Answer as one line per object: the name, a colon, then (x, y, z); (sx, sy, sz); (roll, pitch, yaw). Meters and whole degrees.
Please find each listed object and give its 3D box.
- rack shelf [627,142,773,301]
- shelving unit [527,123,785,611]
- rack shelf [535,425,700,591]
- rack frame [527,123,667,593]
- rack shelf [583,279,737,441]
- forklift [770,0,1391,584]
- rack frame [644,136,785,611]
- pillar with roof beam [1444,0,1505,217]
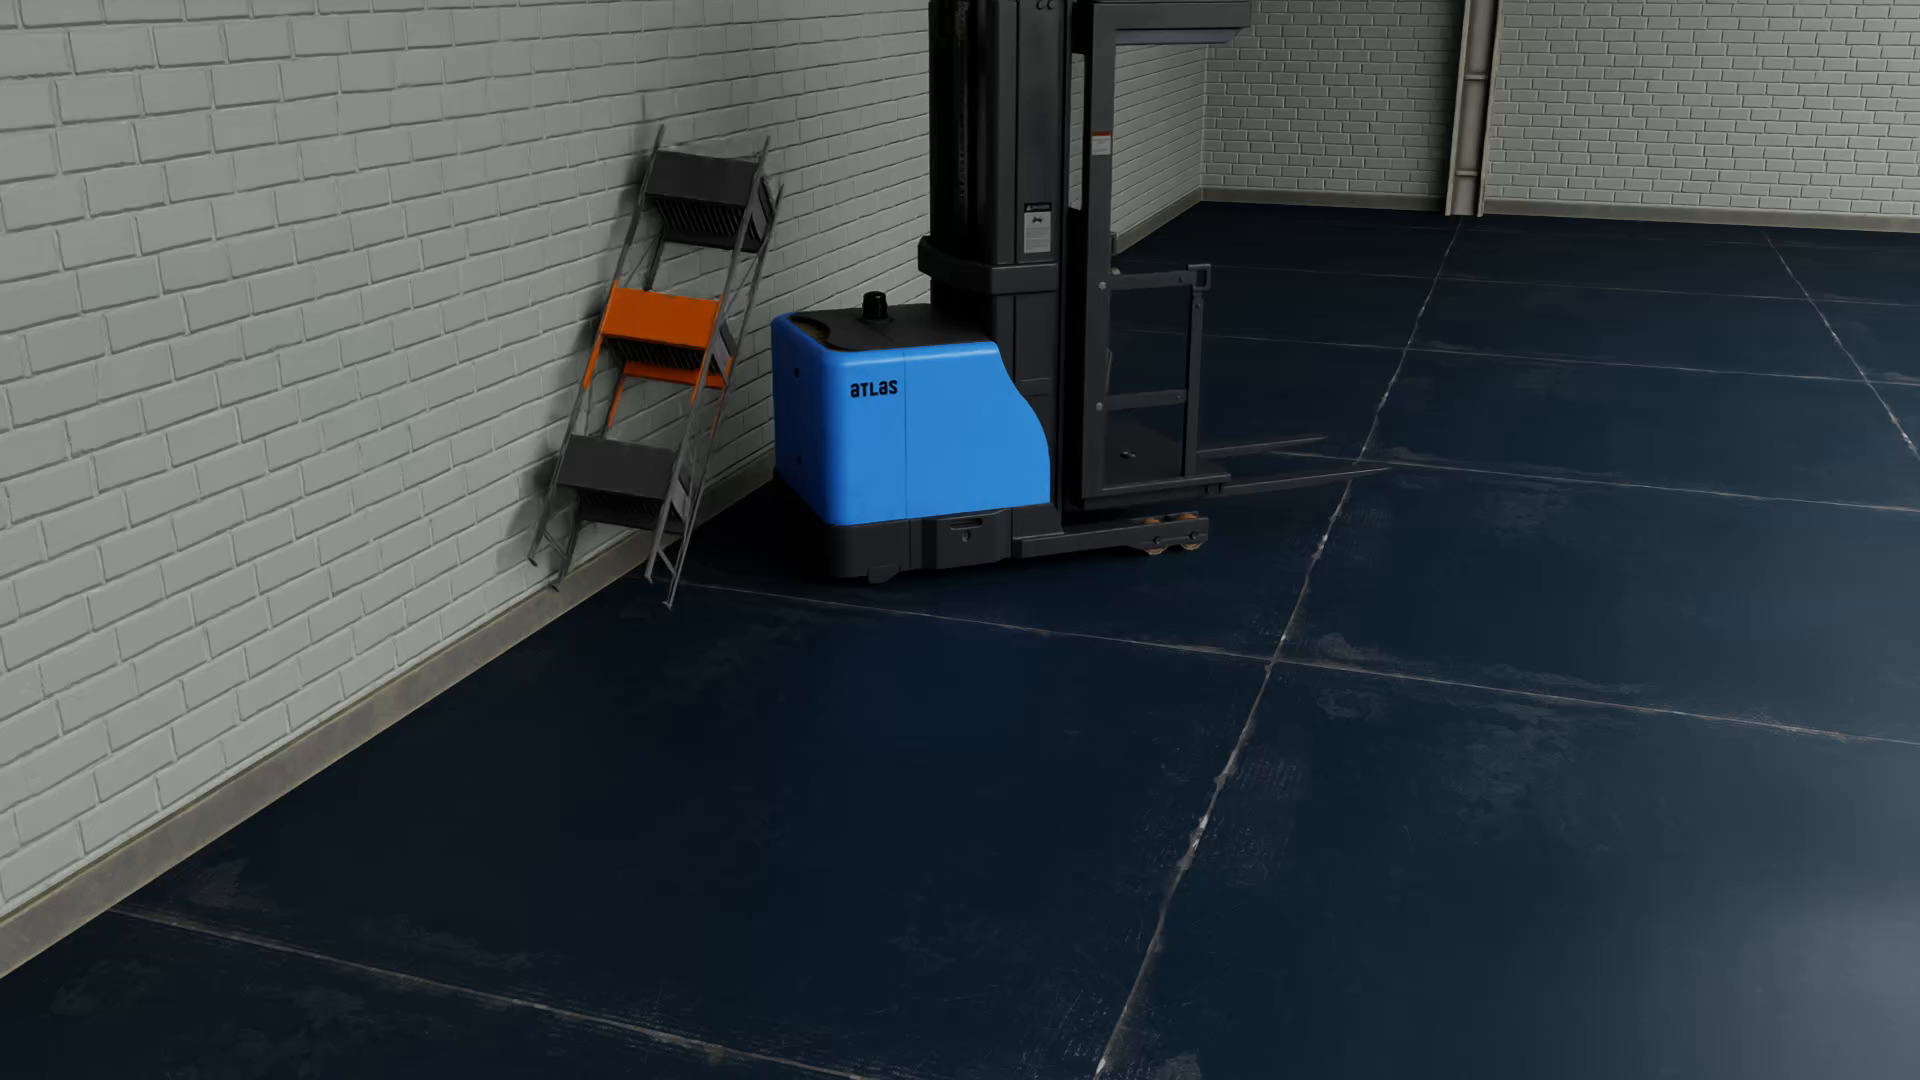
rack shelf: (-1.140, -1.408, 7.415); (0.480, 0.518, 0.431); (9, -21, 8)
shelving unit: (-1.271, -0.778, 7.175); (0.503, 2.100, 0.431); (9, -21, 8)
rack shelf: (-1.408, -0.123, 6.926); (0.480, 0.518, 0.431); (9, -21, 8)
rack frame: (-1.510, -0.816, 7.207); (0.015, 2.100, 0.400); (9, -21, 8)
rack shelf: (-1.274, -0.766, 7.170); (0.480, 0.518, 0.431); (9, -21, 8)
forklift: (0.658, -1.471, 7.843); (3.031, 2.935, 1.130); (-7, 20, -19)
rack frame: (-1.032, -0.741, 7.142); (0.015, 2.100, 0.400); (9, -21, 8)
pillar with roof beam: (4.177, -6.526, 13.128); (0.400, 9.000, 9.100); (7, 20, 18)
